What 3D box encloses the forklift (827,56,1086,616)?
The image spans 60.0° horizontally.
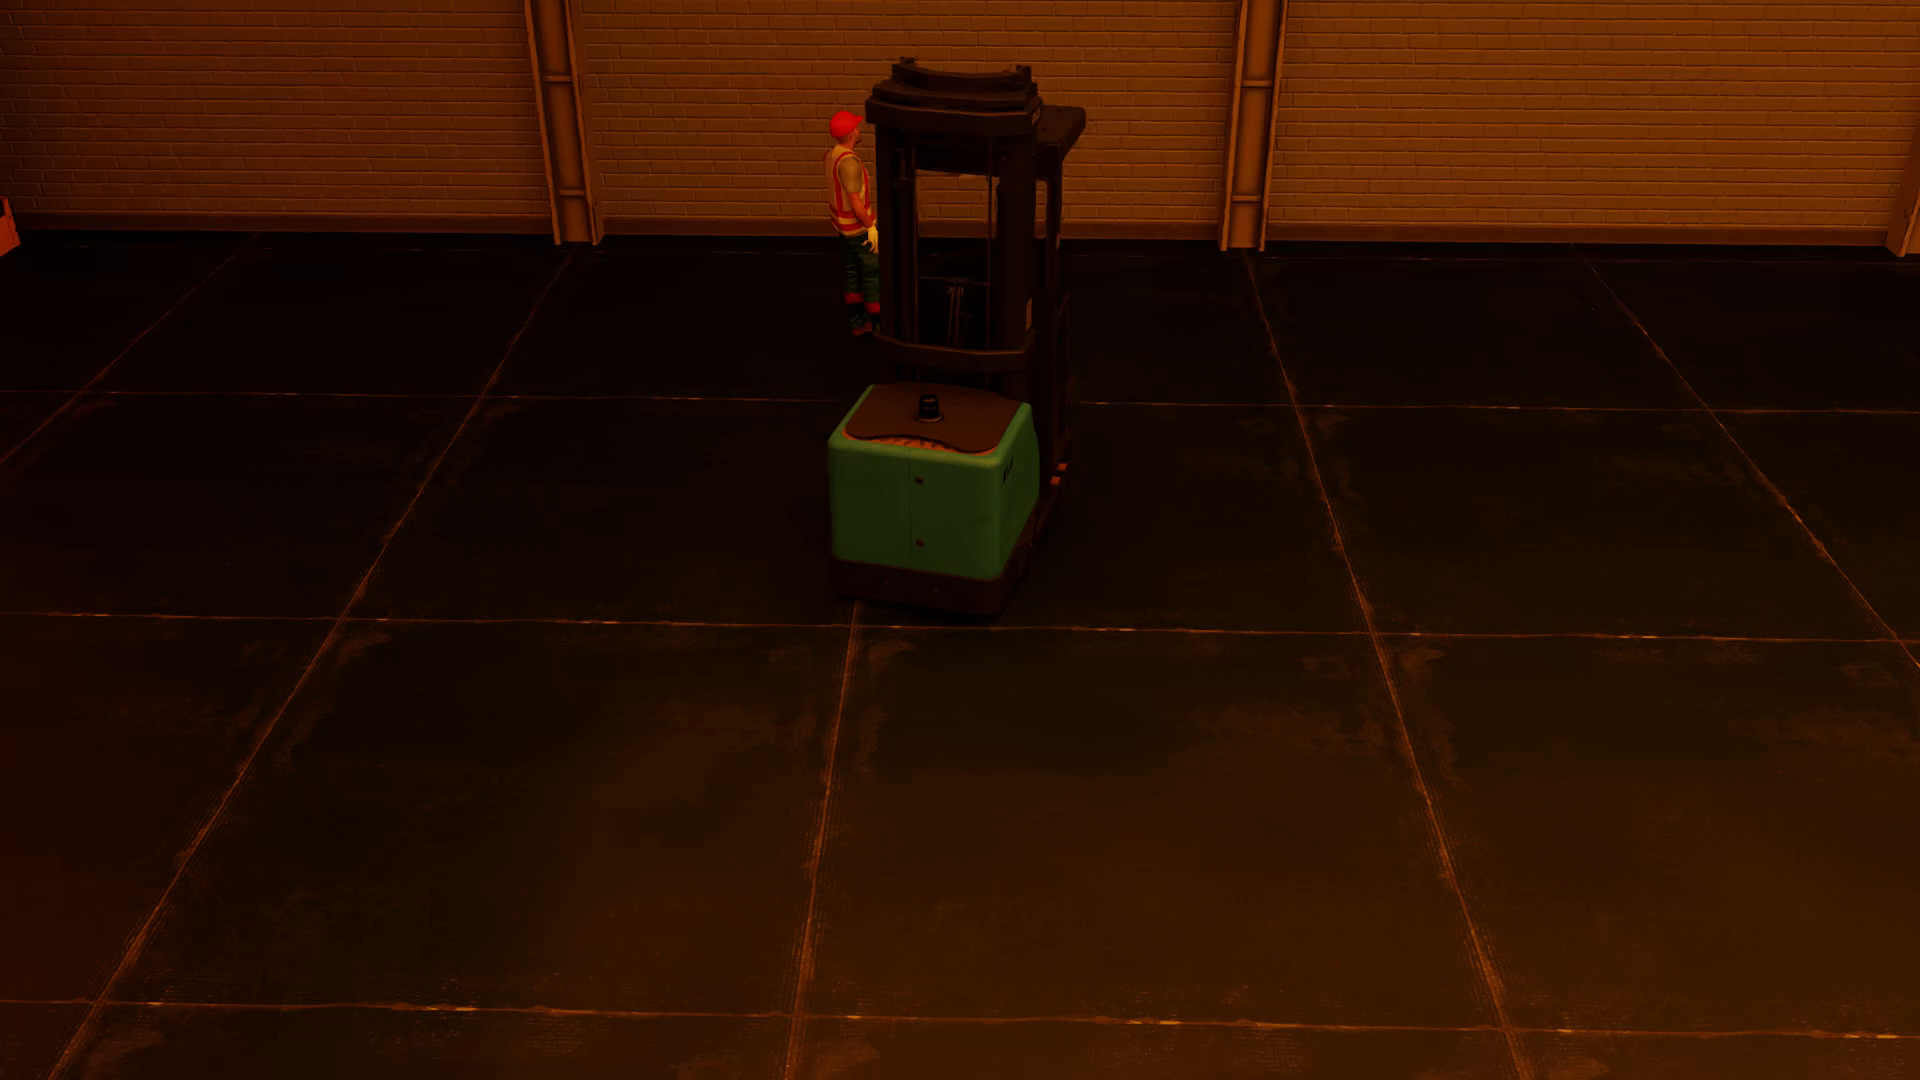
[{"bbox_3d":[0.119,-1.562,10.263,1.130,2.935,3.031,8,31,13],"label":"forklift"}]

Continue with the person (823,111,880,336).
[{"bbox_3d":[-0.728,-2.430,12.846,0.565,1.787,0.639,-13,33,-20],"label":"person"}]
